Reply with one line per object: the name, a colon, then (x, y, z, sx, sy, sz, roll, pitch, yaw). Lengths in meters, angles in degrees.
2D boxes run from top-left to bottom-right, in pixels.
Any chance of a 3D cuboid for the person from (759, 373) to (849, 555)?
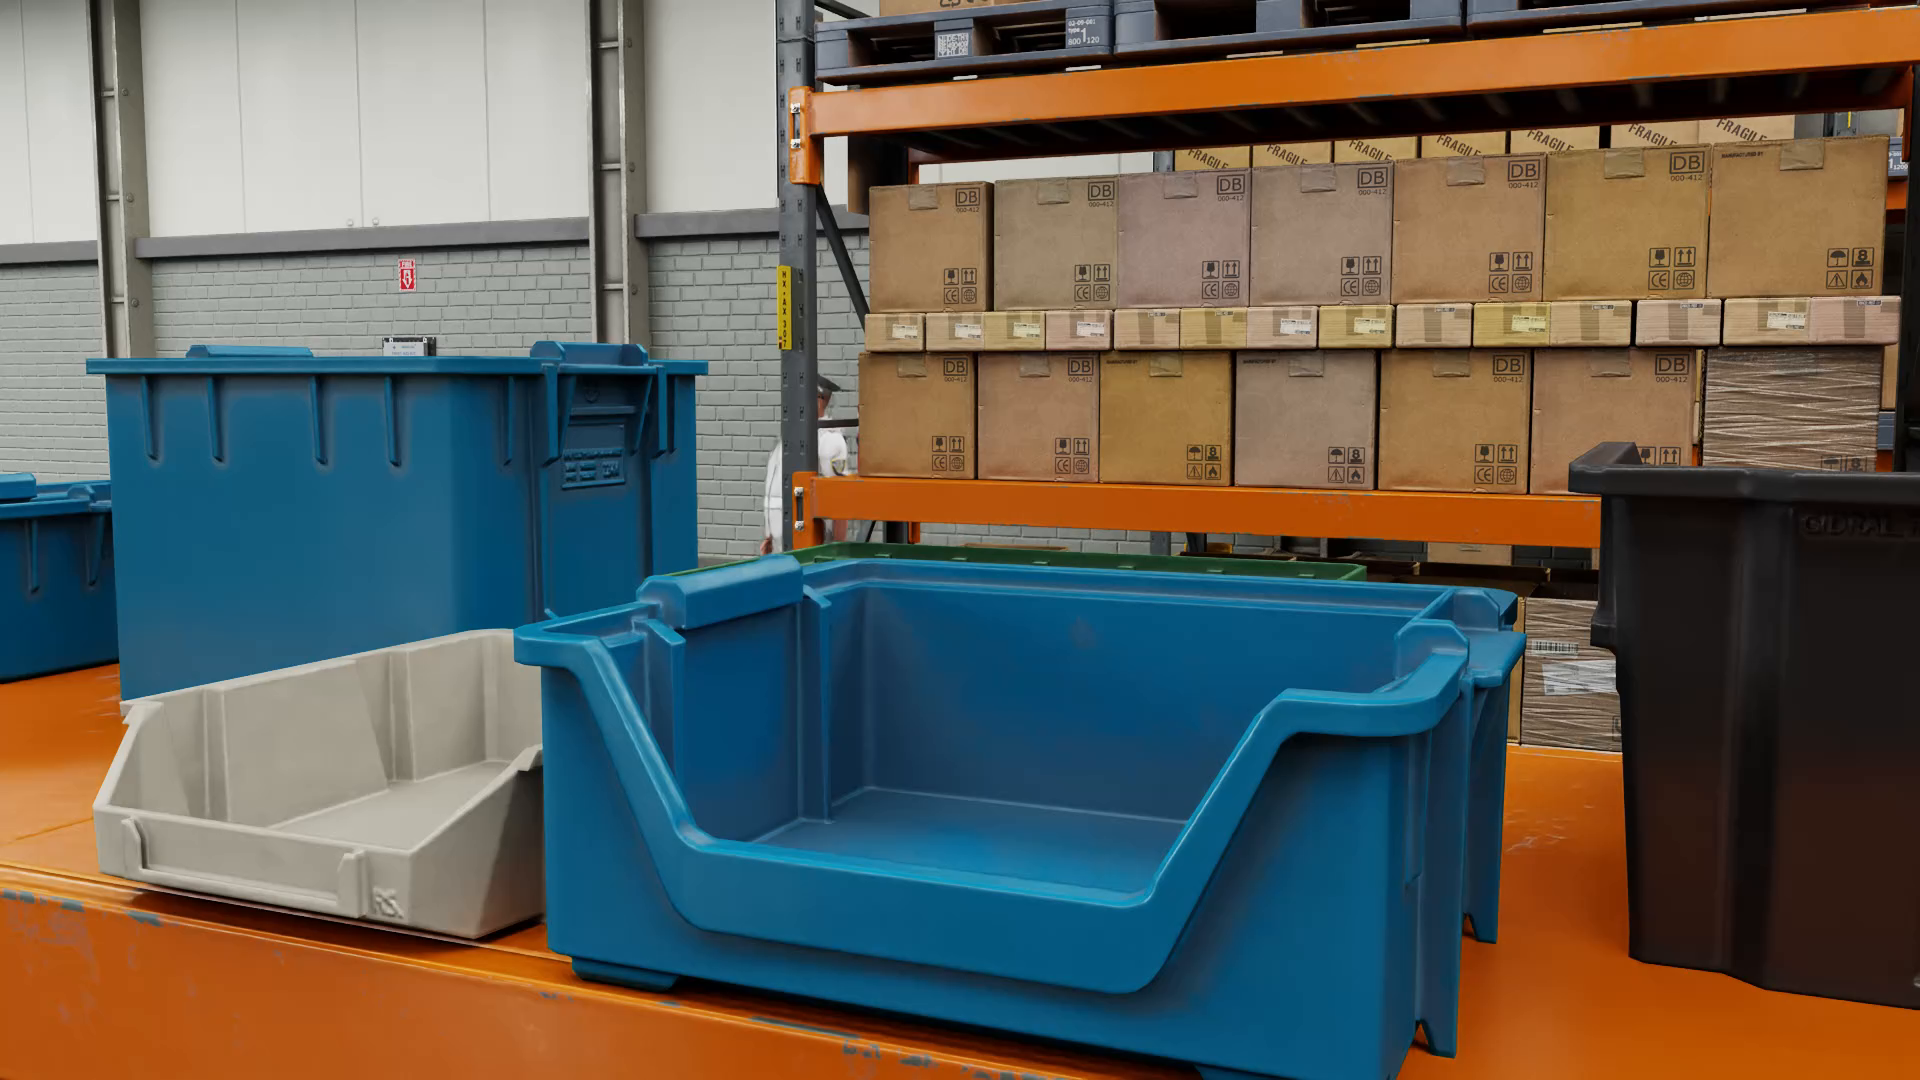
person: (-0.798, -0.039, 8.691, 0.924, 1.735, 0.536, -3, 6, -27)
